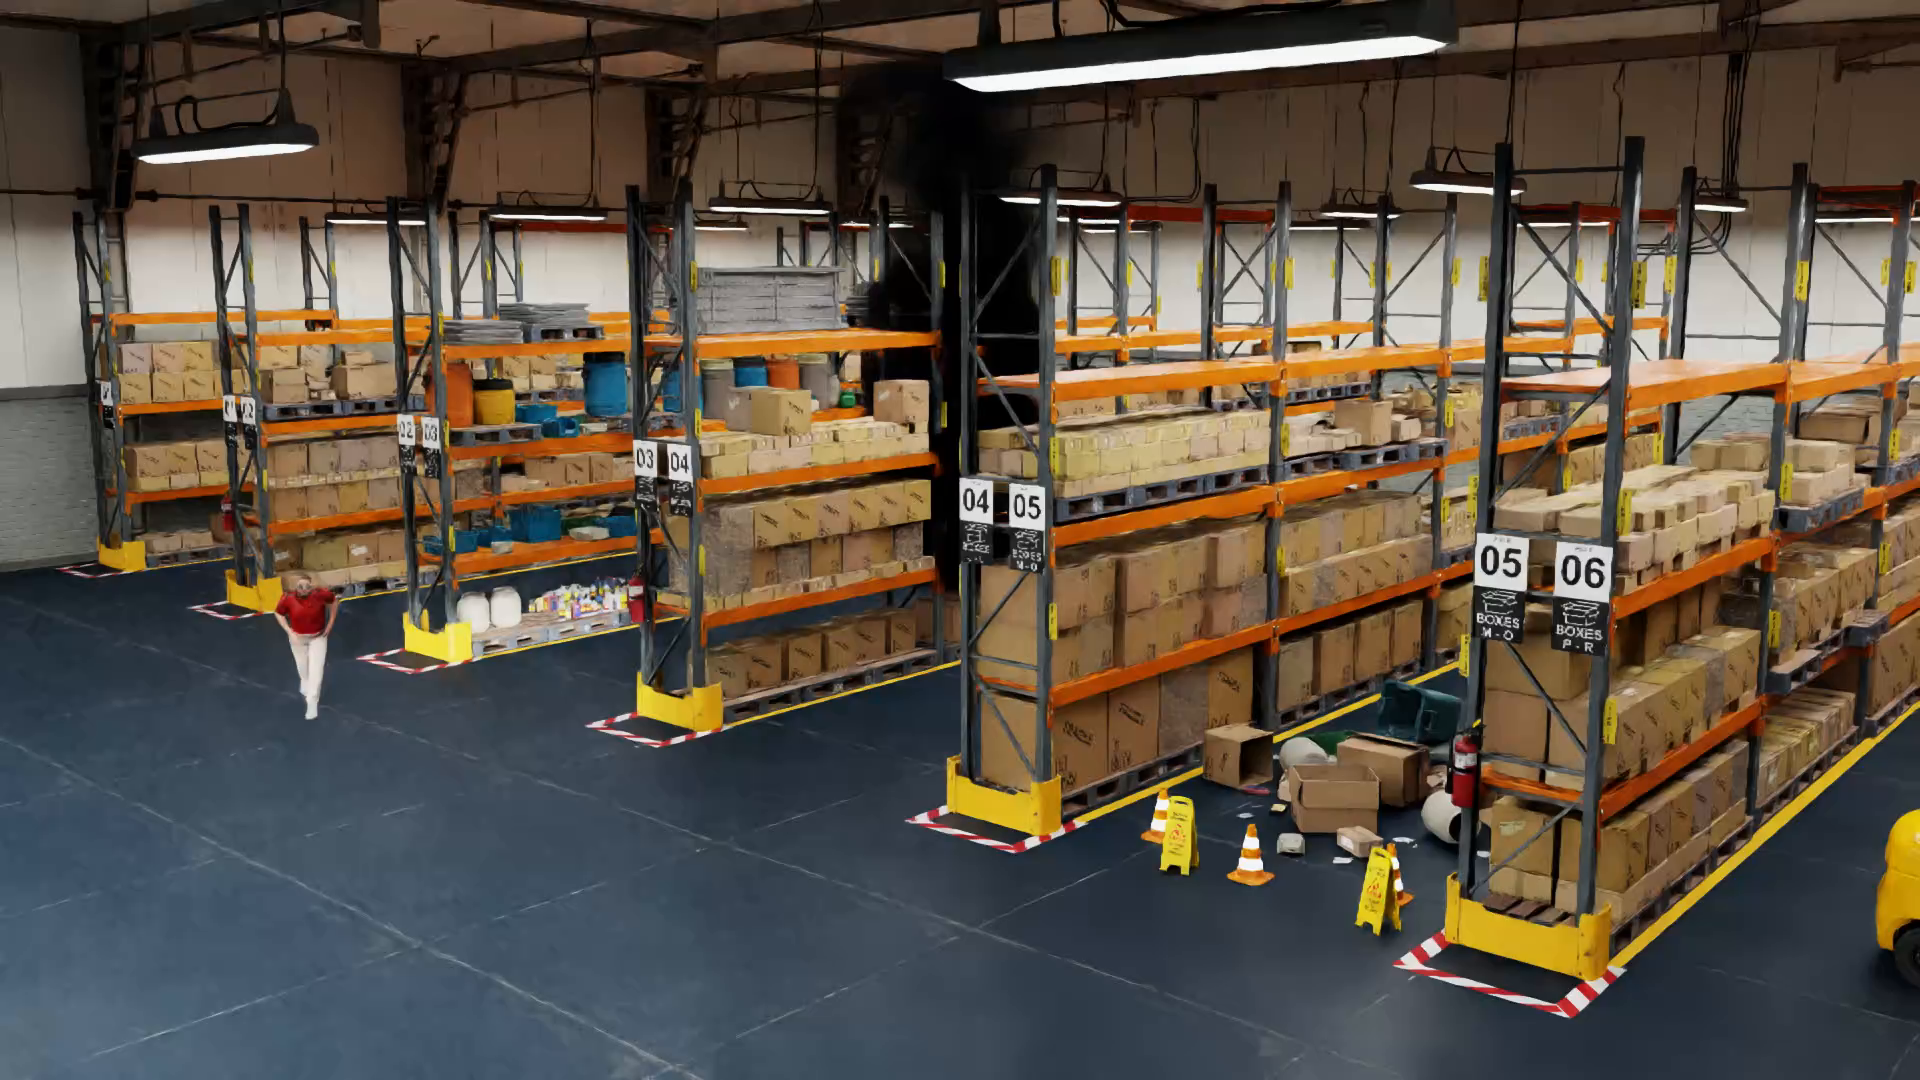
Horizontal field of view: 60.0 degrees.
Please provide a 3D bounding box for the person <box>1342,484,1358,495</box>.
[{"bbox_3d":[5.525,0.097,23.638,0.668,1.891,0.760,7,12,38],"label":"person"}]

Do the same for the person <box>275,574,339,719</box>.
[{"bbox_3d":[-7.586,1.176,19.371,0.693,1.696,0.959,-4,10,-25],"label":"person"}]
